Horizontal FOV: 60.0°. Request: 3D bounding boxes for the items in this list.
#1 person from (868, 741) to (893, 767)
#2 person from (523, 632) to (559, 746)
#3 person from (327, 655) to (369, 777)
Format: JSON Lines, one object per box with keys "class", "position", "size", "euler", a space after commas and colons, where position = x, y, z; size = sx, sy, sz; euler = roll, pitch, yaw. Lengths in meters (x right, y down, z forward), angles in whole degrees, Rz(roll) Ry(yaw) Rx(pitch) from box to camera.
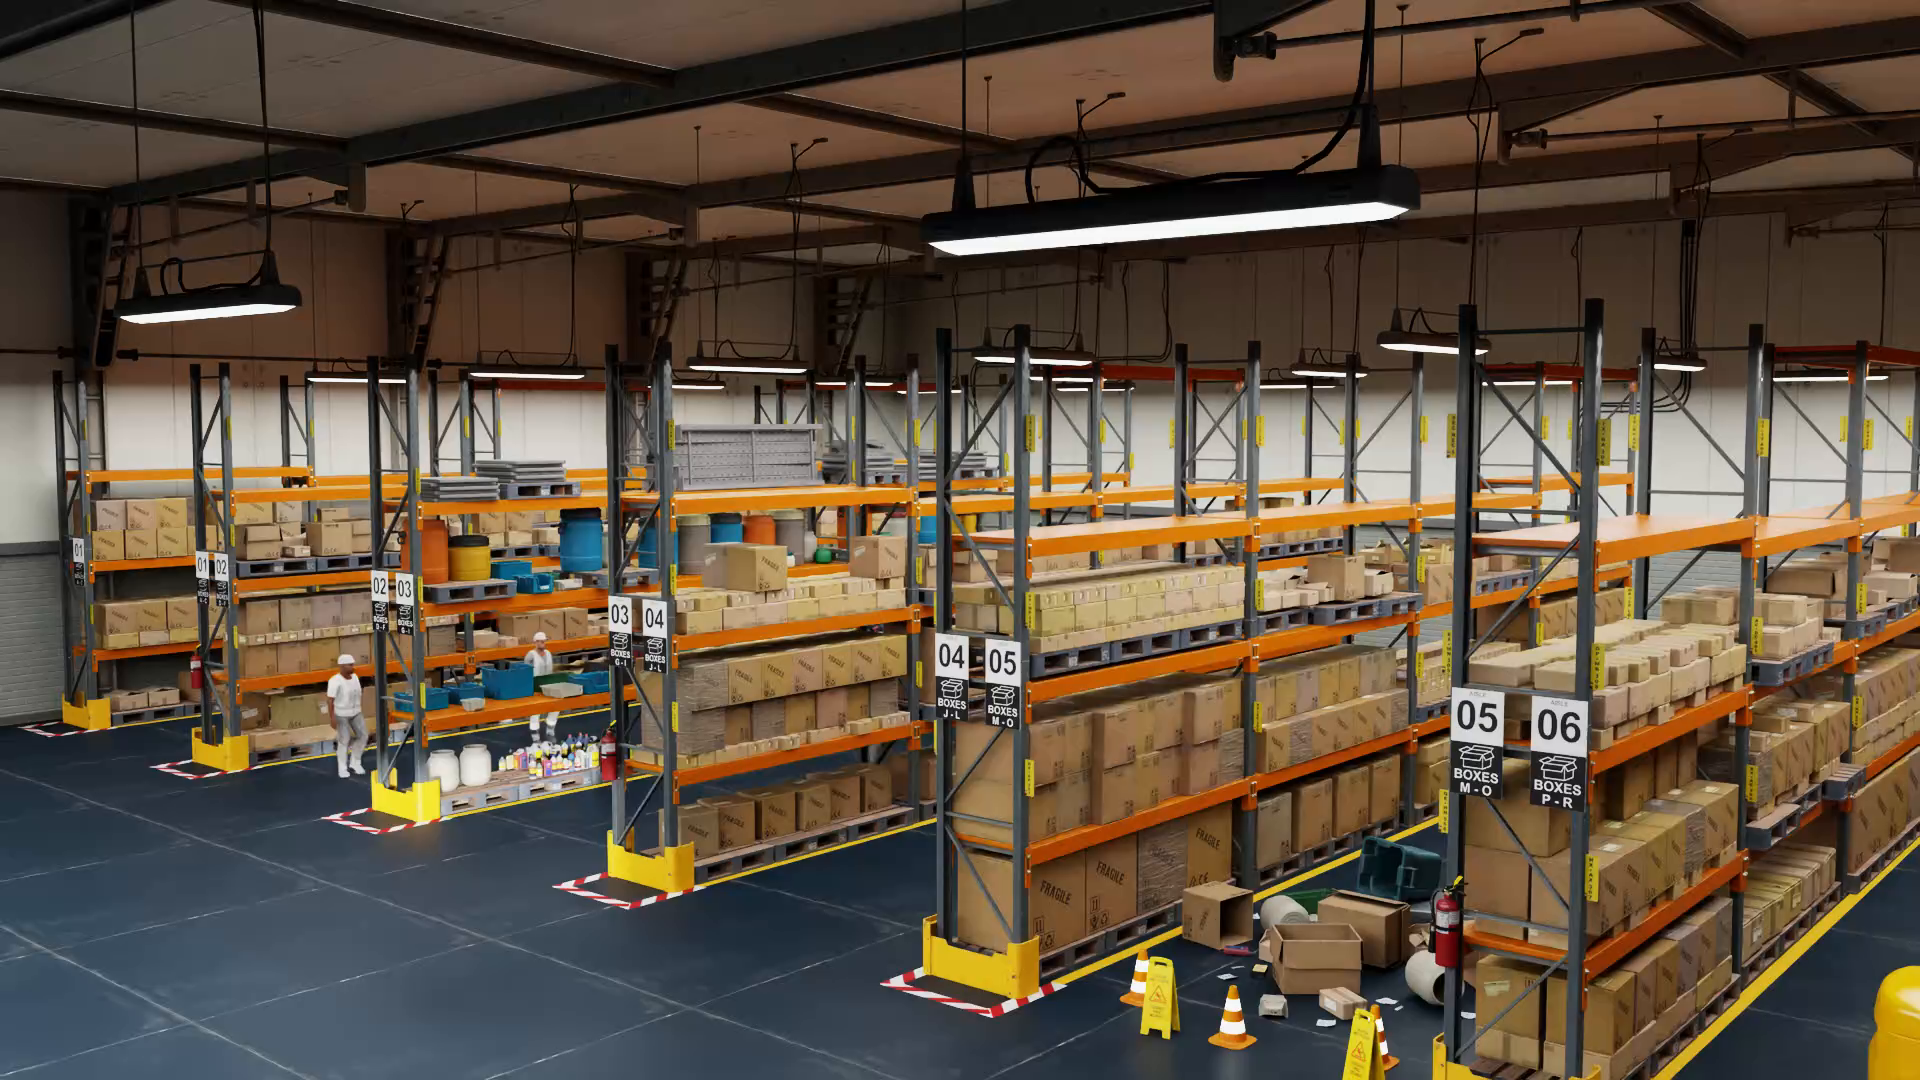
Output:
{"class": "person", "position": [-1.171, 2.601, 24.085], "size": [0.385, 1.710, 0.593], "euler": [3, 5, 36]}
{"class": "person", "position": [-6.670, 2.373, 26.458], "size": [0.378, 1.813, 0.611], "euler": [4, 6, 41]}
{"class": "person", "position": [-8.928, 2.565, 24.164], "size": [0.387, 1.801, 0.653], "euler": [2, 5, 31]}
